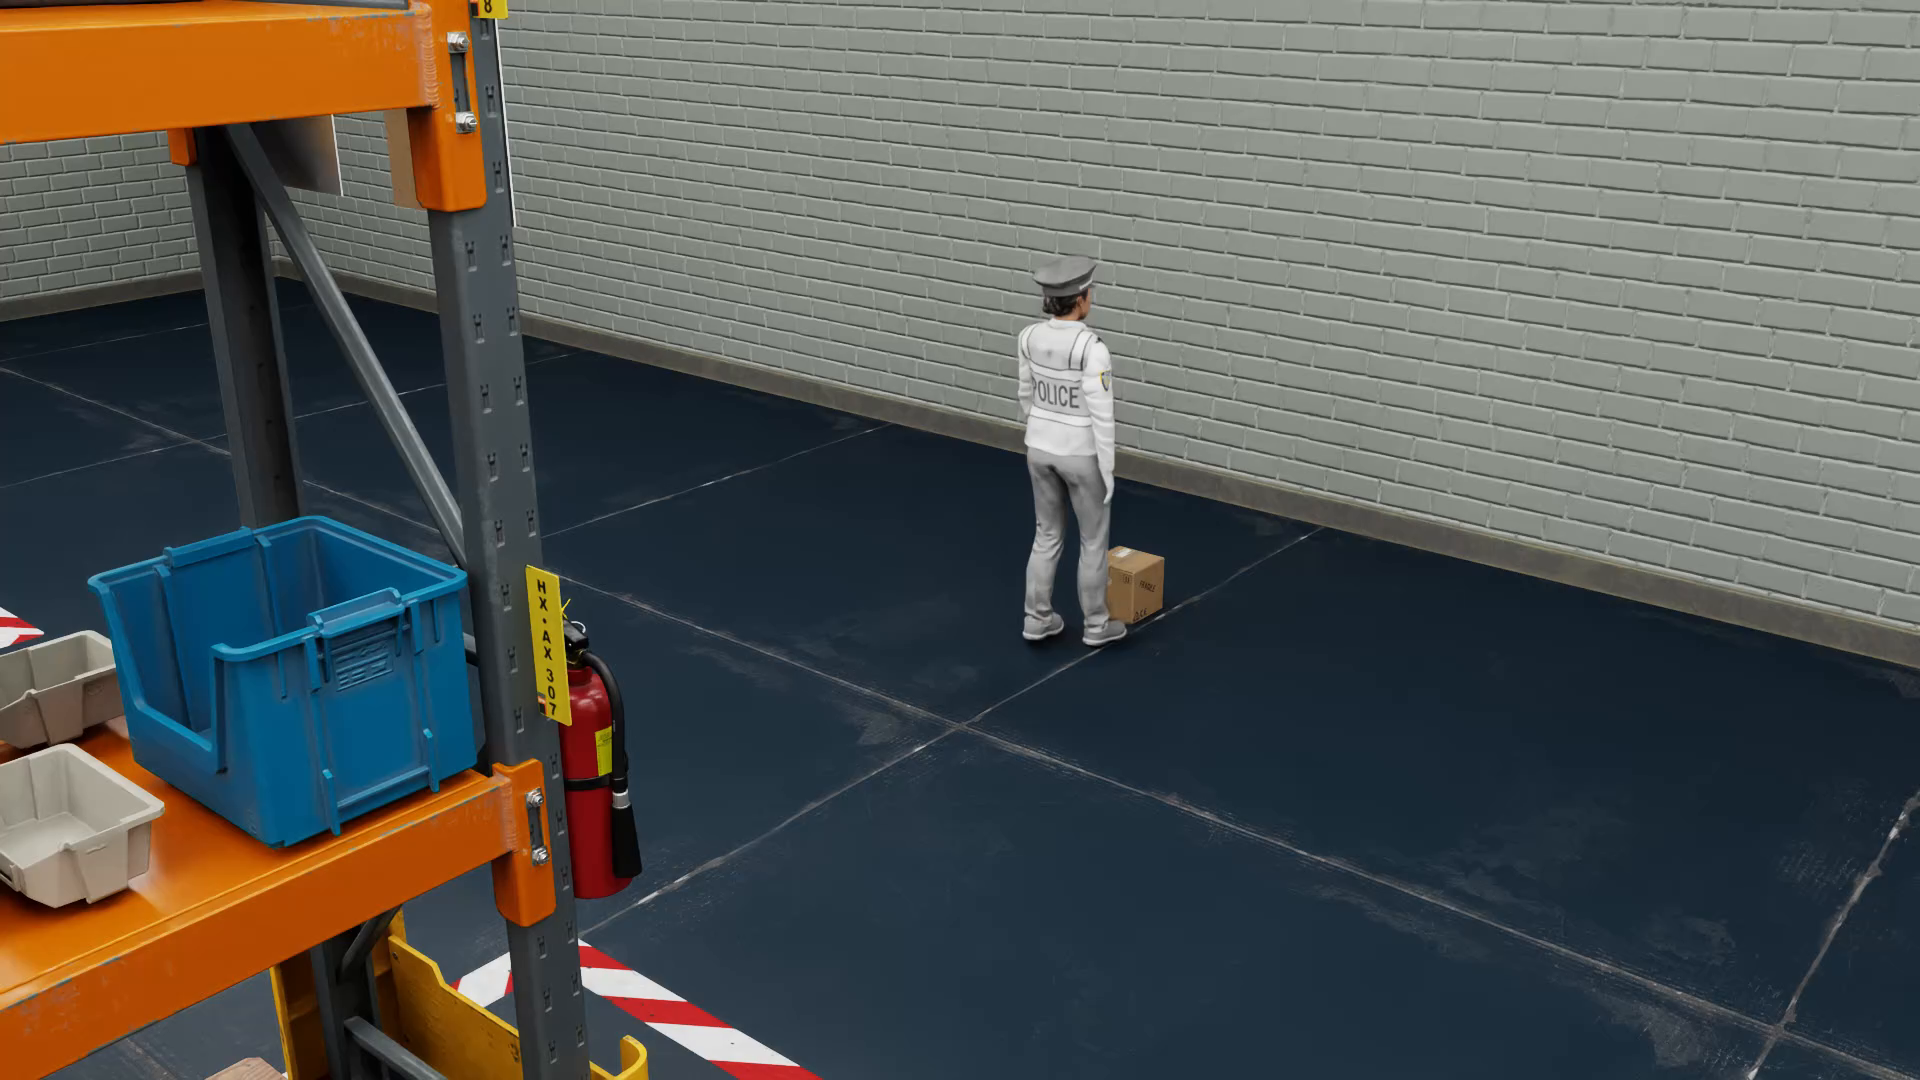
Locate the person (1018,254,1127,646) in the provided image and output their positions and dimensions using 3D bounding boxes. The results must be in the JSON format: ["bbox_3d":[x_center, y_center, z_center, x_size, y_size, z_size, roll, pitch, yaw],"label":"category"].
[{"bbox_3d":[0.484,-0.359,6.997,0.520,1.691,0.457,16,26,36],"label":"person"}]
